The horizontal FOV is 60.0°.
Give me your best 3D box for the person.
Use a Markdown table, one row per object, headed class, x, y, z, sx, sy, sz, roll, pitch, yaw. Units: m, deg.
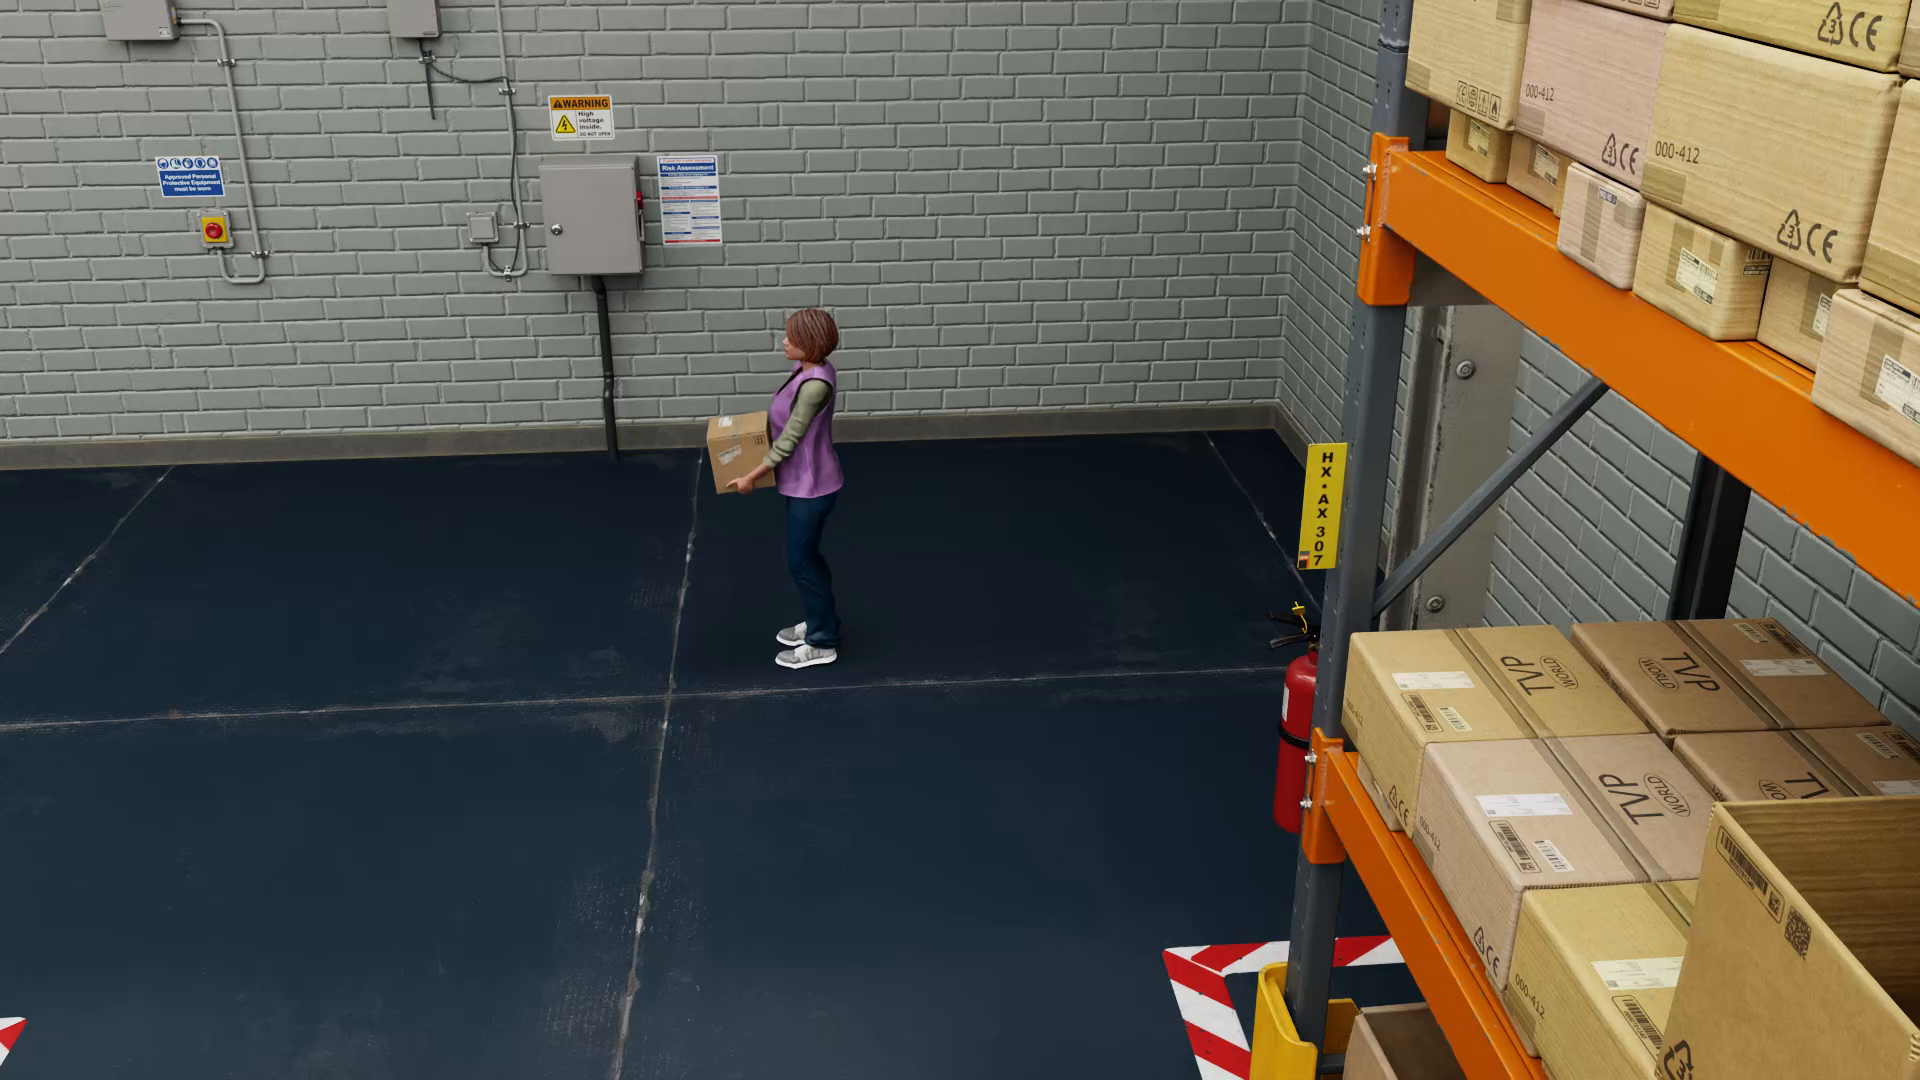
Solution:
| class | x | y | z | sx | sy | sz | roll | pitch | yaw |
| --- | --- | --- | --- | --- | --- | --- | --- | --- | --- |
| person | -0.742 | -0.221 | 7.115 | 0.494 | 1.594 | 0.404 | -2 | 24 | -4 |
